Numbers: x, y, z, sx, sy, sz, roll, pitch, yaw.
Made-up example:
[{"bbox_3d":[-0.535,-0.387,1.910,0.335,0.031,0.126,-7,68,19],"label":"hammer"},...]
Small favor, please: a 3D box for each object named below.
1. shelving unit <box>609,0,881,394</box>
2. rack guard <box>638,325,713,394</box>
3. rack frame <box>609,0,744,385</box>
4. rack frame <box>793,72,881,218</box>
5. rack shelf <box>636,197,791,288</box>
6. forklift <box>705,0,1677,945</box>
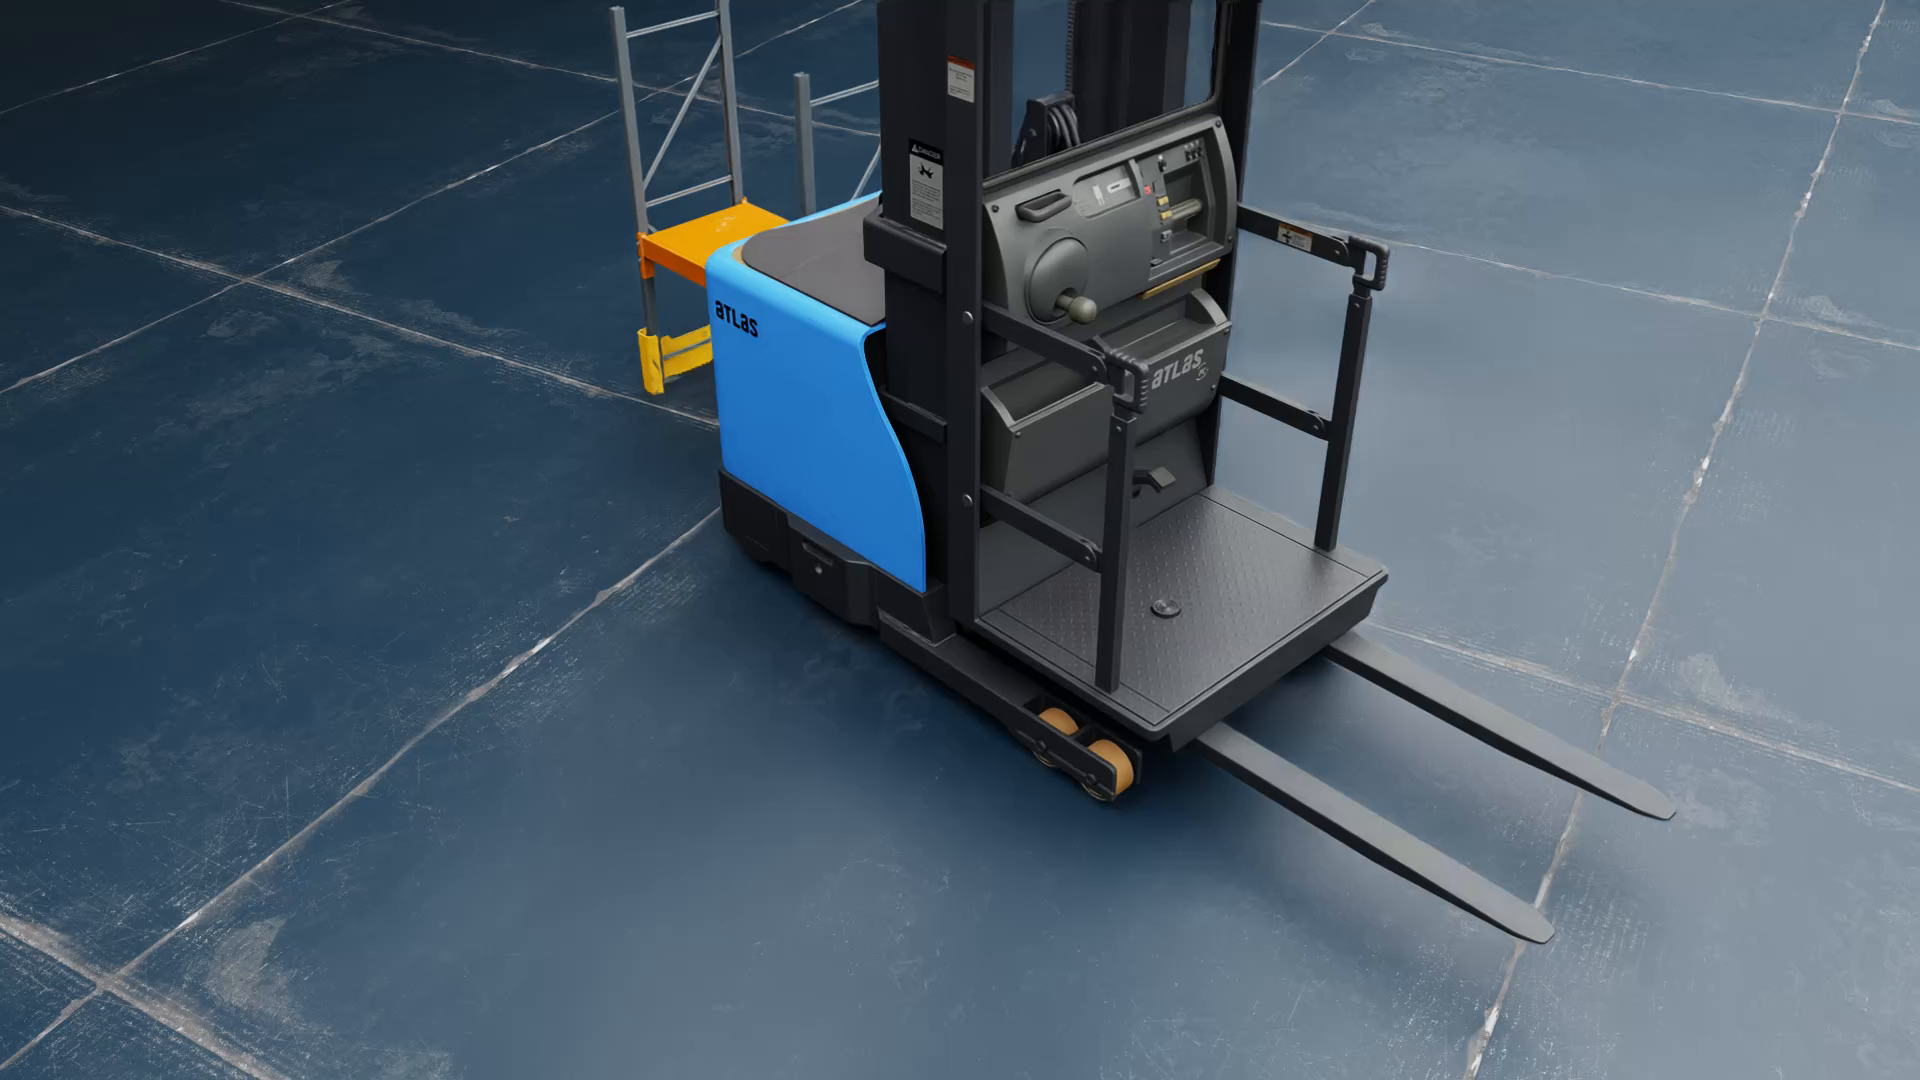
[{"bbox_3d":[-0.687,-1.133,6.099,0.587,1.500,1.083,-28,43,-35],"label":"shelving unit"},{"bbox_3d":[-1.034,-0.811,6.743,0.587,0.250,0.087,-28,43,-35],"label":"rack guard"},{"bbox_3d":[-1.048,-1.339,6.408,0.500,1.500,0.032,-28,43,-35],"label":"rack frame"},{"bbox_3d":[-0.339,-0.935,5.801,0.500,1.500,0.032,-28,43,-35],"label":"rack frame"},{"bbox_3d":[-0.693,-0.987,6.204,0.538,0.185,1.000,-28,43,-35],"label":"rack shelf"},{"bbox_3d":[0.570,-0.816,4.331,1.130,2.935,3.031,-28,43,-35],"label":"forklift"}]
